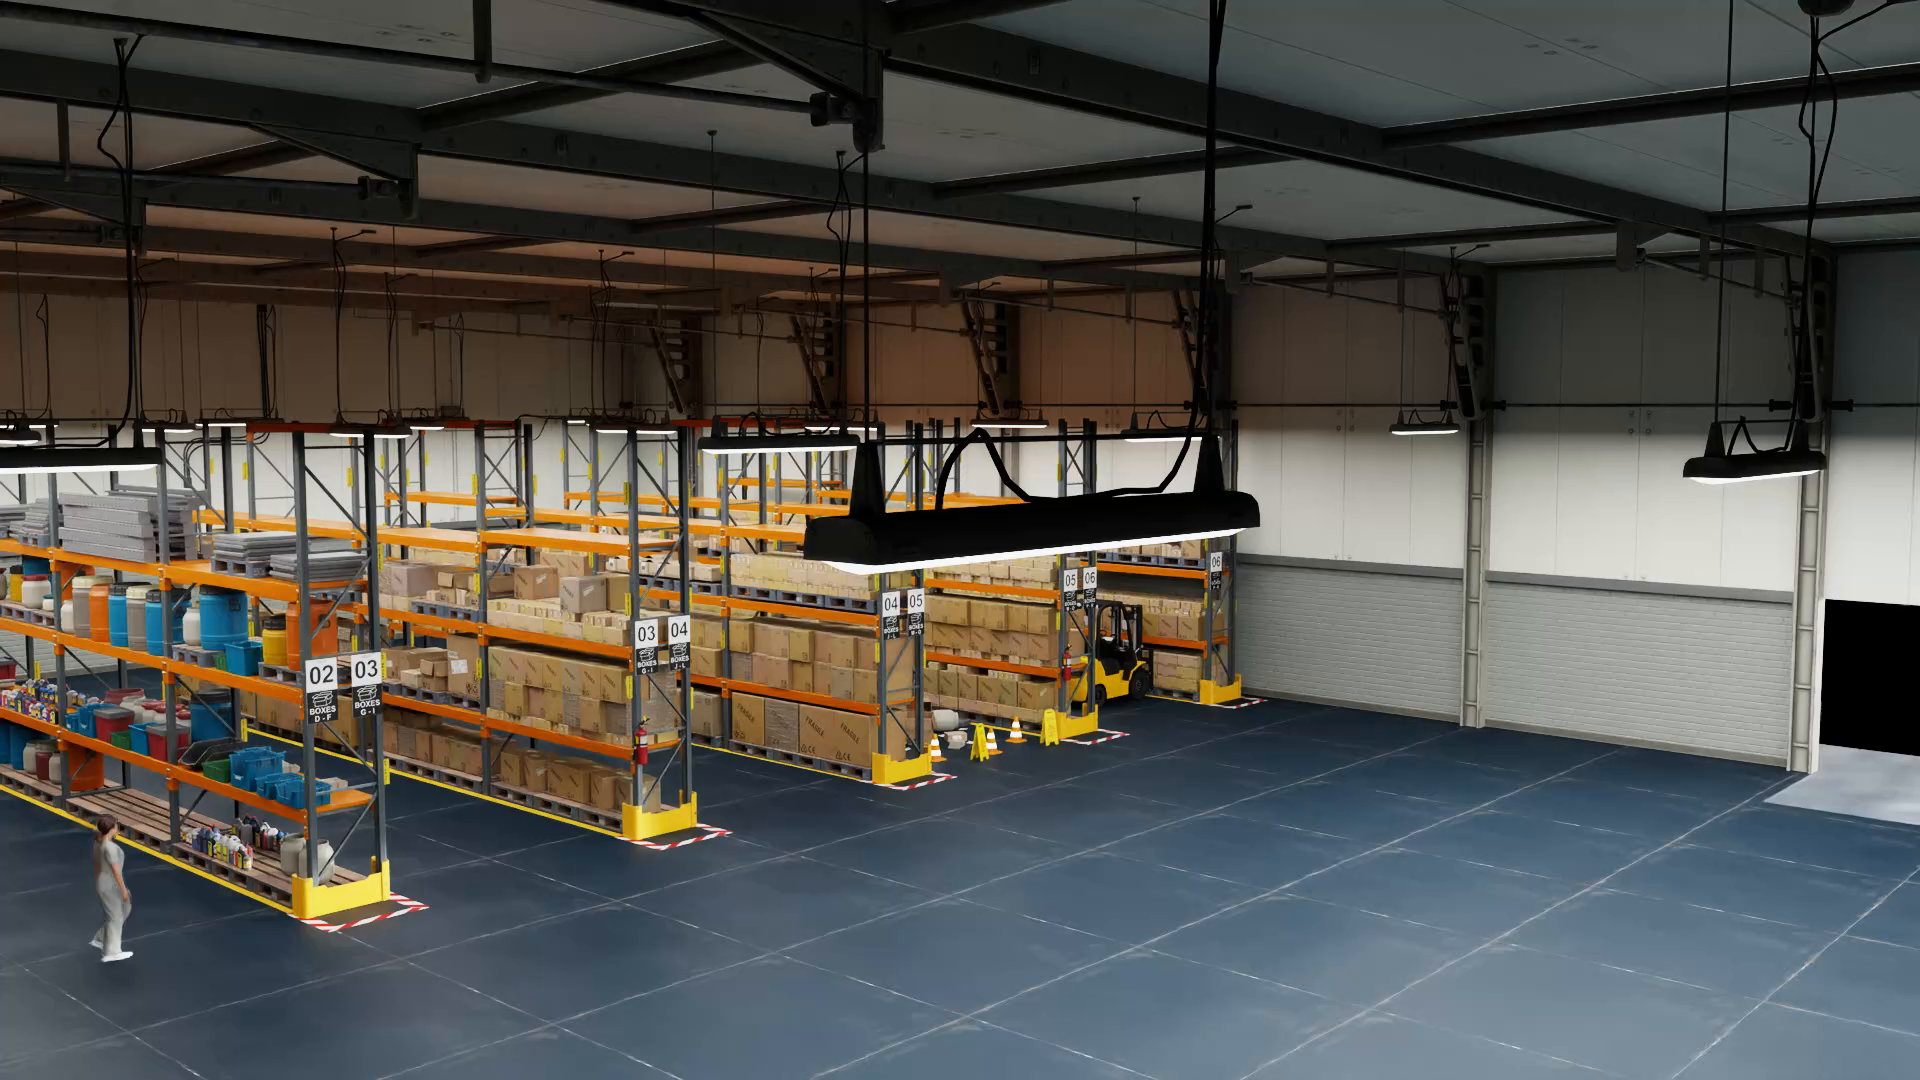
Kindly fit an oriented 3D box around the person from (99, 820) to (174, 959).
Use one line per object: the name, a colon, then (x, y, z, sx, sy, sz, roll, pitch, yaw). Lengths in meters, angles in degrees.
person: (-9.418, 3.998, 19.010, 0.774, 1.579, 0.515, -2, 5, -26)
